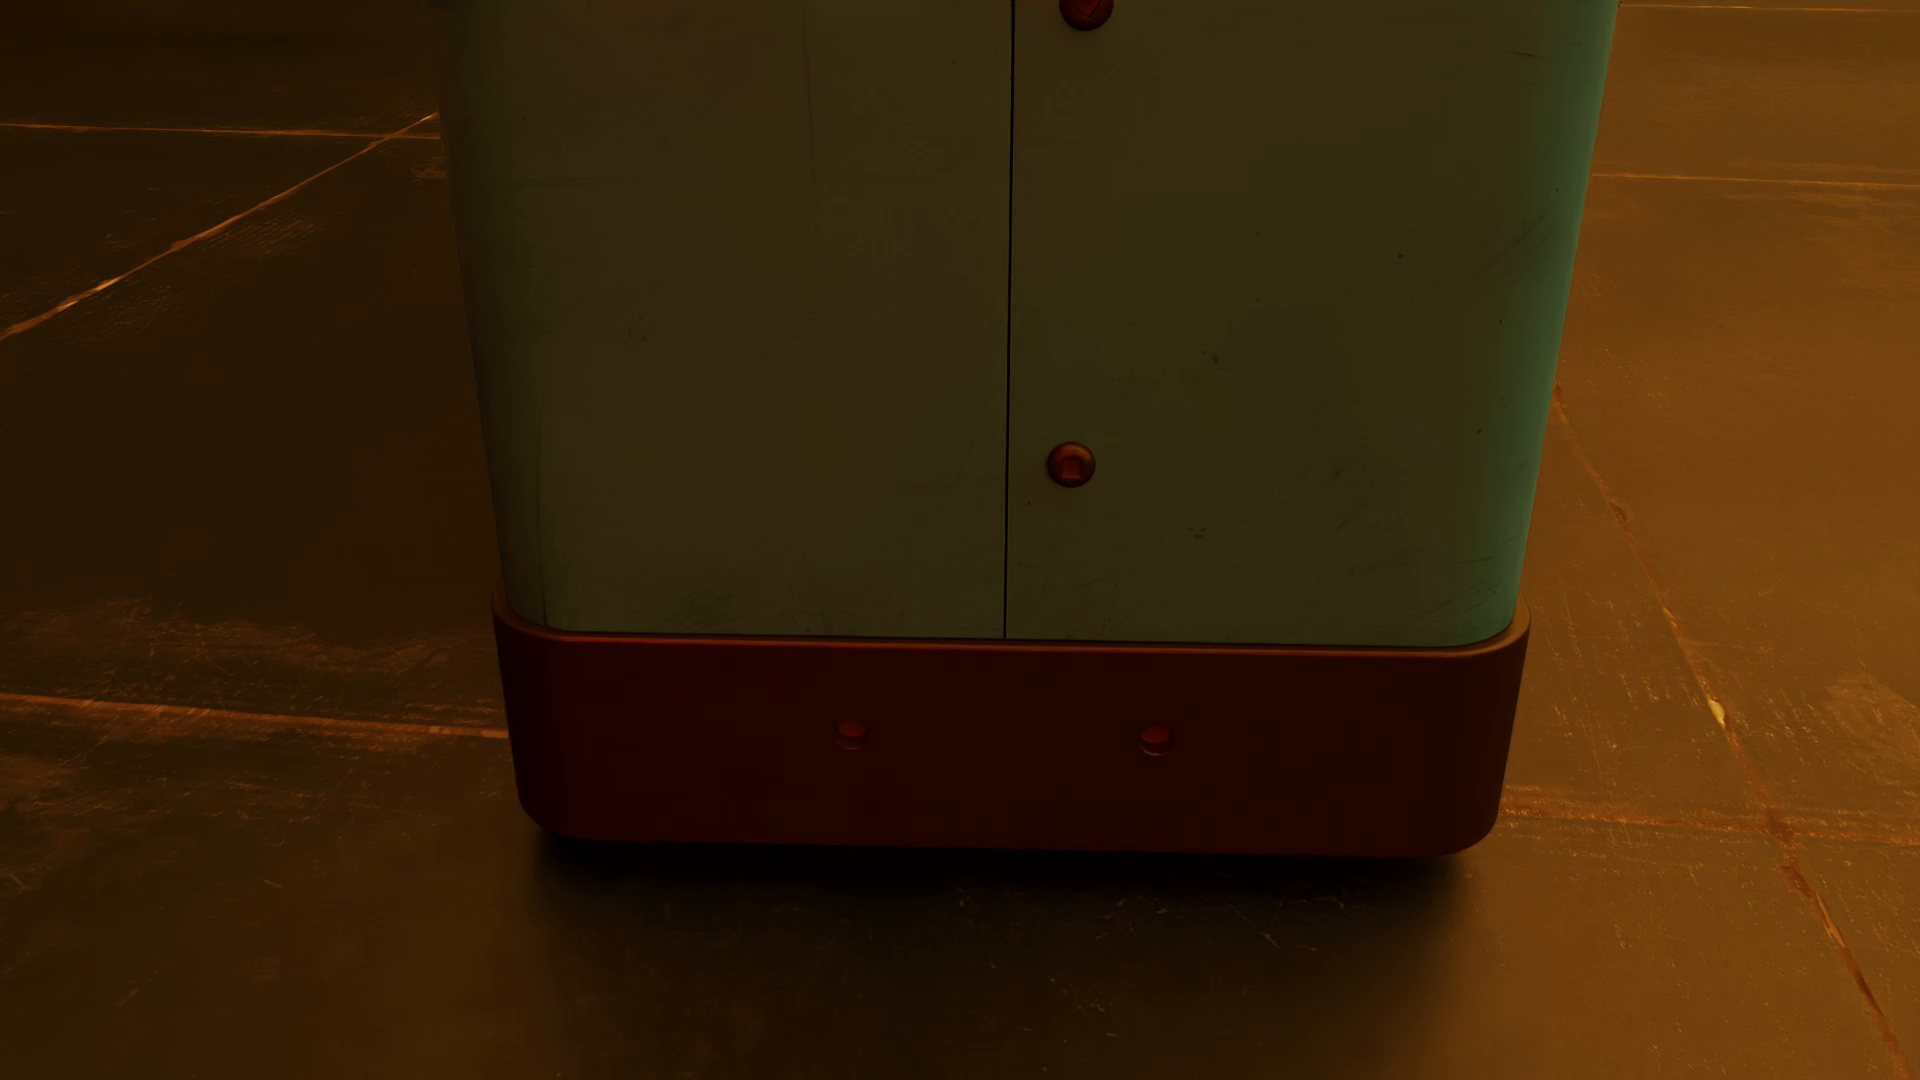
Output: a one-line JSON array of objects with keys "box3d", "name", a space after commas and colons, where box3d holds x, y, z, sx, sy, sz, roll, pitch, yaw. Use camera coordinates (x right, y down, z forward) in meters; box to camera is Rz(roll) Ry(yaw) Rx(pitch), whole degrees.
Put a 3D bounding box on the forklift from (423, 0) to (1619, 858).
[{"box3d": [0.098, -1.606, 2.435, 1.130, 2.935, 3.031, 1, 27, 2], "name": "forklift"}]
